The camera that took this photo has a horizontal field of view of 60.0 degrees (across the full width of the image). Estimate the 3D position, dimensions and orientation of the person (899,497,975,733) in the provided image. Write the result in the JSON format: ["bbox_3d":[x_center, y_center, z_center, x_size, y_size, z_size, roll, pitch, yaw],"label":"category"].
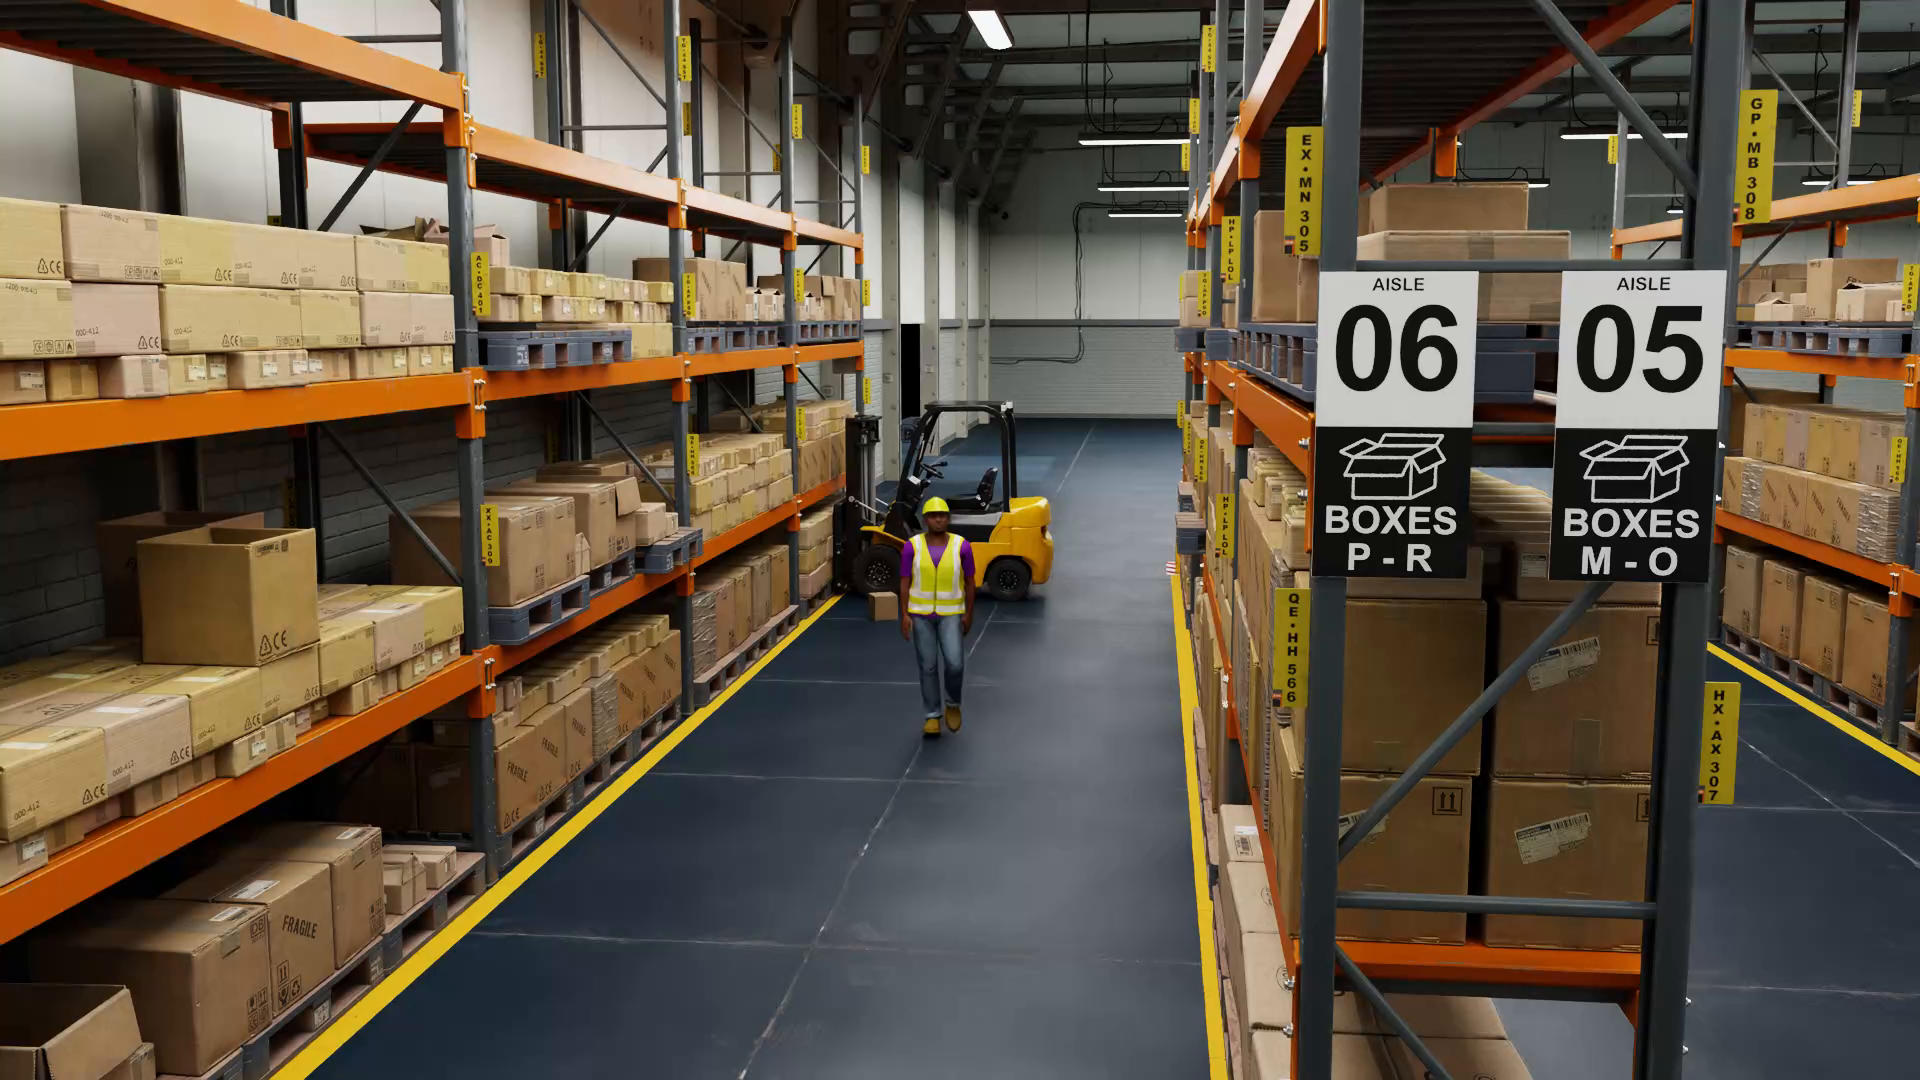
[{"bbox_3d":[-0.174,0.567,12.287,0.563,1.767,0.456,0,8,3],"label":"person"}]
